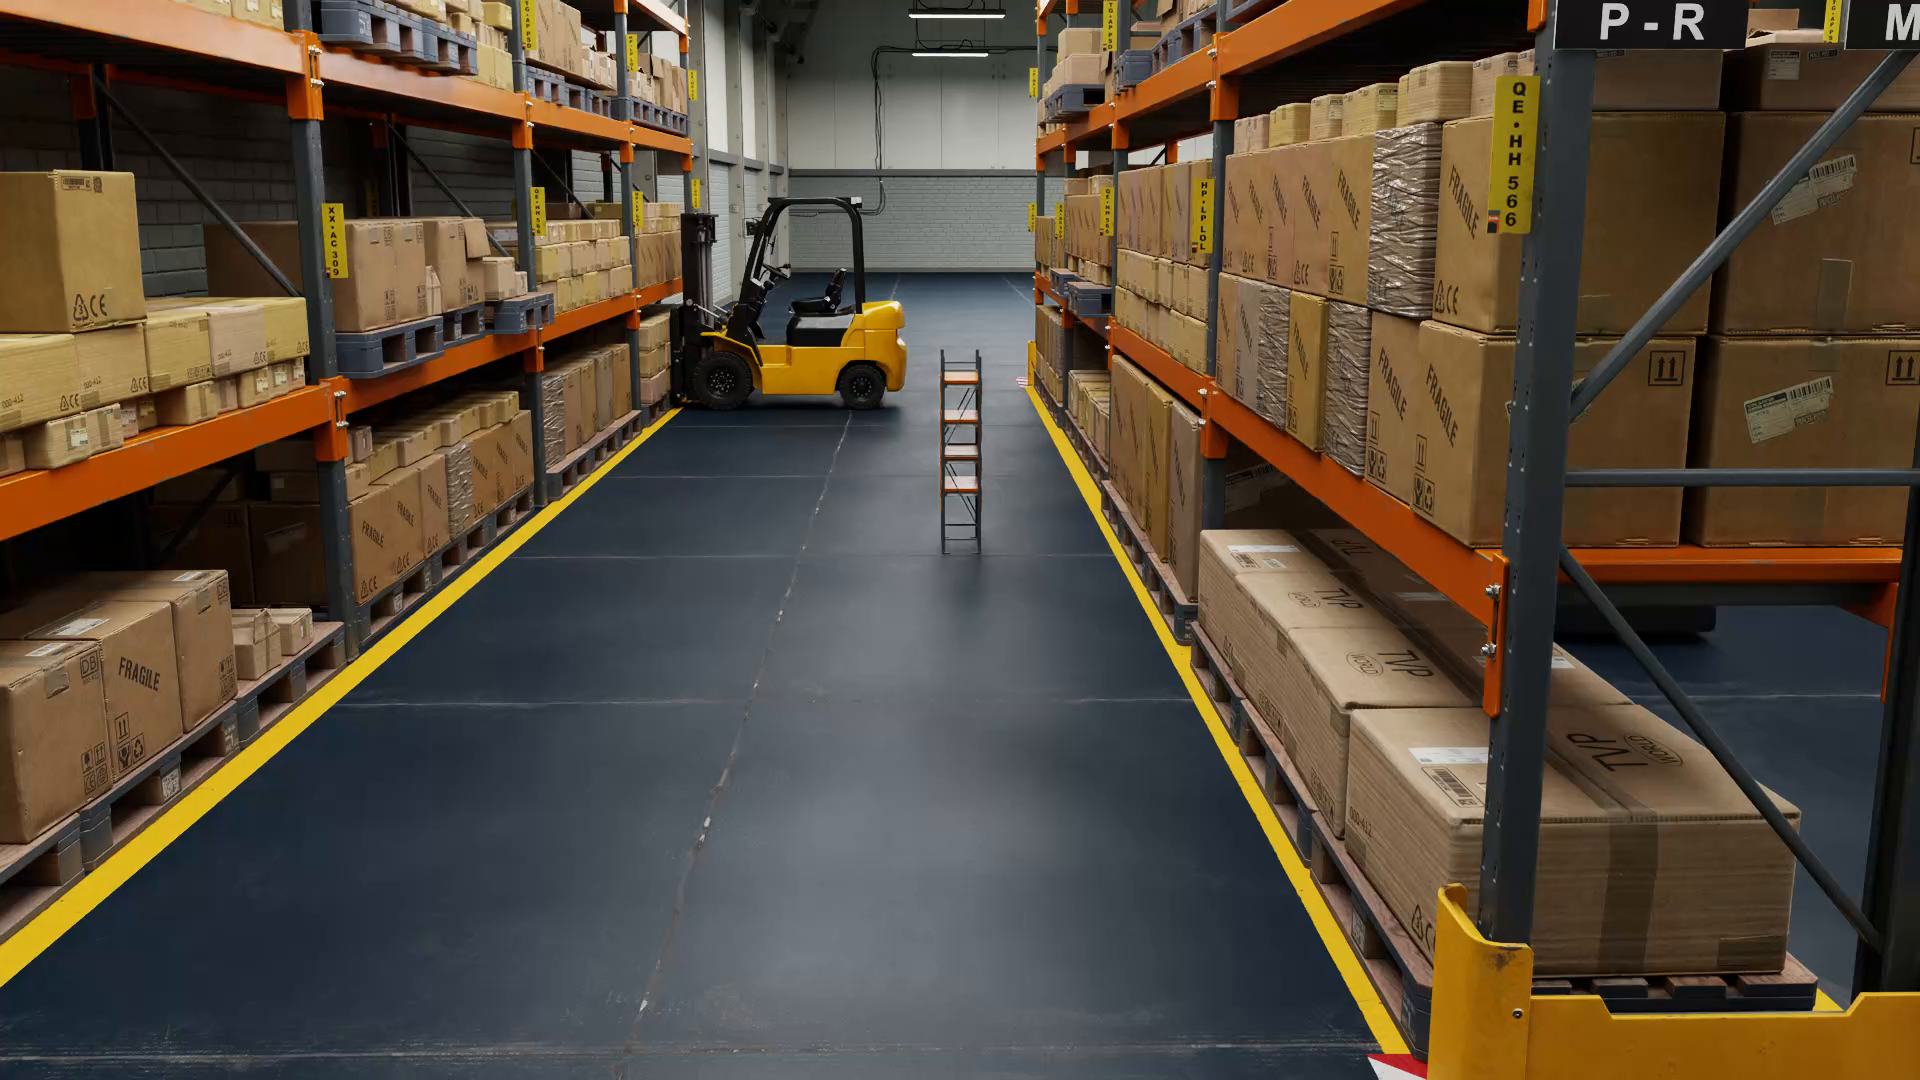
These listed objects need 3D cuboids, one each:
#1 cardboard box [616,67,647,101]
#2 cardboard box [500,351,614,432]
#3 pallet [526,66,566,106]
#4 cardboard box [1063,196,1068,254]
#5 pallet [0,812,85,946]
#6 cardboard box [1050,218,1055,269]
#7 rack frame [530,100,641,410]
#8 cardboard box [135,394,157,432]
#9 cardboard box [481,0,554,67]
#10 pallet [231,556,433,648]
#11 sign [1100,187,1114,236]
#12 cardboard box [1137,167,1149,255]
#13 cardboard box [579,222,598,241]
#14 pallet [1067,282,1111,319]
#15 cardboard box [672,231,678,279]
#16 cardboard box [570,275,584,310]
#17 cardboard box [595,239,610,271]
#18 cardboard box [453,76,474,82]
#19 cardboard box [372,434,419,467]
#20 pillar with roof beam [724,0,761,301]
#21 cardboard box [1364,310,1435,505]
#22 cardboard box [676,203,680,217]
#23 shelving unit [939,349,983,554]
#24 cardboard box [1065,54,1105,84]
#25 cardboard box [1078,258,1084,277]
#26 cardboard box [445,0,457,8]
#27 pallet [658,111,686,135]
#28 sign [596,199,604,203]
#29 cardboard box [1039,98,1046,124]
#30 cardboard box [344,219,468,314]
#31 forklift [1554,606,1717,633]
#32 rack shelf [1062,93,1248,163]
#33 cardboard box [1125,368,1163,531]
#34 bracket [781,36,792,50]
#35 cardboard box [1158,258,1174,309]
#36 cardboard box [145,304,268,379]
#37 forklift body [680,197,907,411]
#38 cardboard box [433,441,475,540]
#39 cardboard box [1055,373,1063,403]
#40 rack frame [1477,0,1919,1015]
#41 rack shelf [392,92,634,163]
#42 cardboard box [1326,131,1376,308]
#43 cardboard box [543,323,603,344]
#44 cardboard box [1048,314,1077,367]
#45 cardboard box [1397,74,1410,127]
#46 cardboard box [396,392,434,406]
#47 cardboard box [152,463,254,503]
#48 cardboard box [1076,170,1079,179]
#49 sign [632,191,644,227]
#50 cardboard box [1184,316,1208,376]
[{"bbox_3d":[-3.268,-4.341,15.786,0.500,0.311,0.500,0,11,0],"label":"cardboard box"},{"bbox_3d":[-3.464,-1.278,14.230,0.875,0.625,0.625,0,11,-2],"label":"cardboard box"},{"bbox_3d":[-3.515,-3.211,11.771,1.213,0.211,1.003,0,11,1],"label":"pallet"},{"bbox_3d":[1.191,-2.821,14.865,0.500,0.500,0.500,0,11,0],"label":"cardboard box"},{"bbox_3d":[-3.265,1.085,4.682,1.003,0.211,1.213,0,11,-1],"label":"pallet"},{"bbox_3d":[1.178,-3.002,16.815,0.500,0.500,0.500,0,11,0],"label":"cardboard box"},{"bbox_3d":[-3.494,-2.494,15.307,1.000,3.000,0.127,0,11,-1],"label":"rack frame"},{"bbox_3d":[-3.108,-0.460,5.915,0.380,0.149,0.250,0,11,0],"label":"cardboard box"},{"bbox_3d":[-3.183,-3.618,11.743,0.500,0.500,0.500,0,11,-1],"label":"cardboard box"},{"bbox_3d":[-3.383,0.302,8.542,1.003,0.211,1.213,0,11,-1],"label":"pallet"},{"bbox_3d":[1.009,-2.244,11.364,0.100,0.325,0.005,0,11,-1],"label":"sign"},{"bbox_3d":[1.332,-1.958,9.901,0.500,0.500,0.500,0,11,0],"label":"cardboard box"},{"bbox_3d":[-3.126,-2.487,13.393,0.380,0.149,0.250,-1,11,-3],"label":"cardboard box"},{"bbox_3d":[1.430,-1.767,12.207,1.213,0.211,1.003,0,11,-1],"label":"pallet"},{"bbox_3d":[-3.292,-3.036,17.729,0.500,0.500,0.500,0,11,-2],"label":"cardboard box"},{"bbox_3d":[-3.199,-1.917,12.840,0.500,0.250,0.500,-1,11,-3],"label":"cardboard box"},{"bbox_3d":[-3.206,-2.365,13.791,0.500,0.250,0.500,0,11,0],"label":"cardboard box"},{"bbox_3d":[-3.136,-2.795,9.624,0.500,0.250,0.500,0,11,-1],"label":"cardboard box"},{"bbox_3d":[-3.157,-0.485,9.003,0.380,0.149,0.250,0,11,-1],"label":"cardboard box"},{"bbox_3d":[-0.531,-9.683,35.653,9.100,9.000,0.548,0,11,-1],"label":"pillar with roof beam"},{"bbox_3d":[1.447,-0.373,4.603,0.500,0.500,0.500,0,11,-2],"label":"cardboard box"},{"bbox_3d":[-3.290,-3.630,18.279,0.380,0.149,0.250,0,11,0],"label":"cardboard box"},{"bbox_3d":[0.003,-0.555,10.278,0.258,1.200,0.503,0,11,-1],"label":"shelving unit"},{"bbox_3d":[1.124,-3.799,13.516,0.500,0.250,0.500,0,11,-2],"label":"cardboard box"},{"bbox_3d":[1.163,-2.227,13.569,0.380,0.149,0.250,0,11,1],"label":"cardboard box"},{"bbox_3d":[-3.082,-3.111,9.433,0.380,0.149,0.250,0,11,-1],"label":"cardboard box"},{"bbox_3d":[-3.588,-4.575,18.244,1.003,0.211,1.213,0,11,-1],"label":"pallet"},{"bbox_3d":[-4.132,-3.751,19.127,0.100,0.325,0.005,0,11,-1],"label":"sign"},{"bbox_3d":[1.131,-4.651,18.026,0.500,0.250,0.500,0,11,-2],"label":"cardboard box"},{"bbox_3d":[-3.142,-1.514,9.172,0.700,0.500,0.500,0,11,-1],"label":"cardboard box"},{"bbox_3d":[3.114,-1.221,9.205,1.130,2.935,3.031,0,11,-1],"label":"forklift"},{"bbox_3d":[1.510,-3.235,13.225,1.077,0.370,4.000,0,11,-1],"label":"rack shelf"},{"bbox_3d":[1.497,-0.569,10.109,0.875,0.875,0.875,0,11,0],"label":"cardboard box"},{"bbox_3d":[-4.667,-13.221,44.042,0.076,0.066,4.783,0,11,-1],"label":"bracket"},{"bbox_3d":[1.347,-1.385,8.962,0.500,0.250,0.500,0,11,0],"label":"cardboard box"},{"bbox_3d":[-3.049,-0.776,6.469,0.500,0.250,0.500,0,11,-1],"label":"cardboard box"},{"bbox_3d":[-1.714,-2.504,17.490,2.313,2.155,1.214,0,11,-1],"label":"forklift body"},{"bbox_3d":[-3.145,-0.290,9.673,0.500,0.500,0.500,-1,11,-3],"label":"cardboard box"},{"bbox_3d":[1.188,-1.490,16.217,0.500,0.250,0.500,0,11,1],"label":"cardboard box"},{"bbox_3d":[1.713,-0.130,3.653,0.949,2.616,0.053,0,11,-1],"label":"rack frame"},{"bbox_3d":[-3.453,-3.214,13.121,1.077,0.370,4.000,0,11,-1],"label":"rack shelf"},{"bbox_3d":[1.421,-0.966,5.008,0.500,0.500,0.500,0,11,-1],"label":"cardboard box"},{"bbox_3d":[-3.698,-1.939,15.917,0.500,0.250,0.500,0,11,0],"label":"cardboard box"},{"bbox_3d":[1.164,-2.060,17.141,0.500,0.500,0.500,0,11,2],"label":"cardboard box"},{"bbox_3d":[1.426,-1.209,4.574,0.380,0.149,0.250,0,11,0],"label":"cardboard box"},{"bbox_3d":[-3.712,-0.892,11.013,0.380,0.149,0.250,0,11,2],"label":"cardboard box"},{"bbox_3d":[-3.625,-0.274,7.965,0.380,0.149,0.250,-1,11,-3],"label":"cardboard box"},{"bbox_3d":[1.618,-3.794,18.199,0.700,0.500,0.500,0,11,-1],"label":"cardboard box"},{"bbox_3d":[-2.952,-3.027,15.220,0.100,0.325,0.005,0,11,-1],"label":"sign"},{"bbox_3d":[1.373,-0.939,8.022,0.500,0.250,0.500,-1,11,-3],"label":"cardboard box"}]
